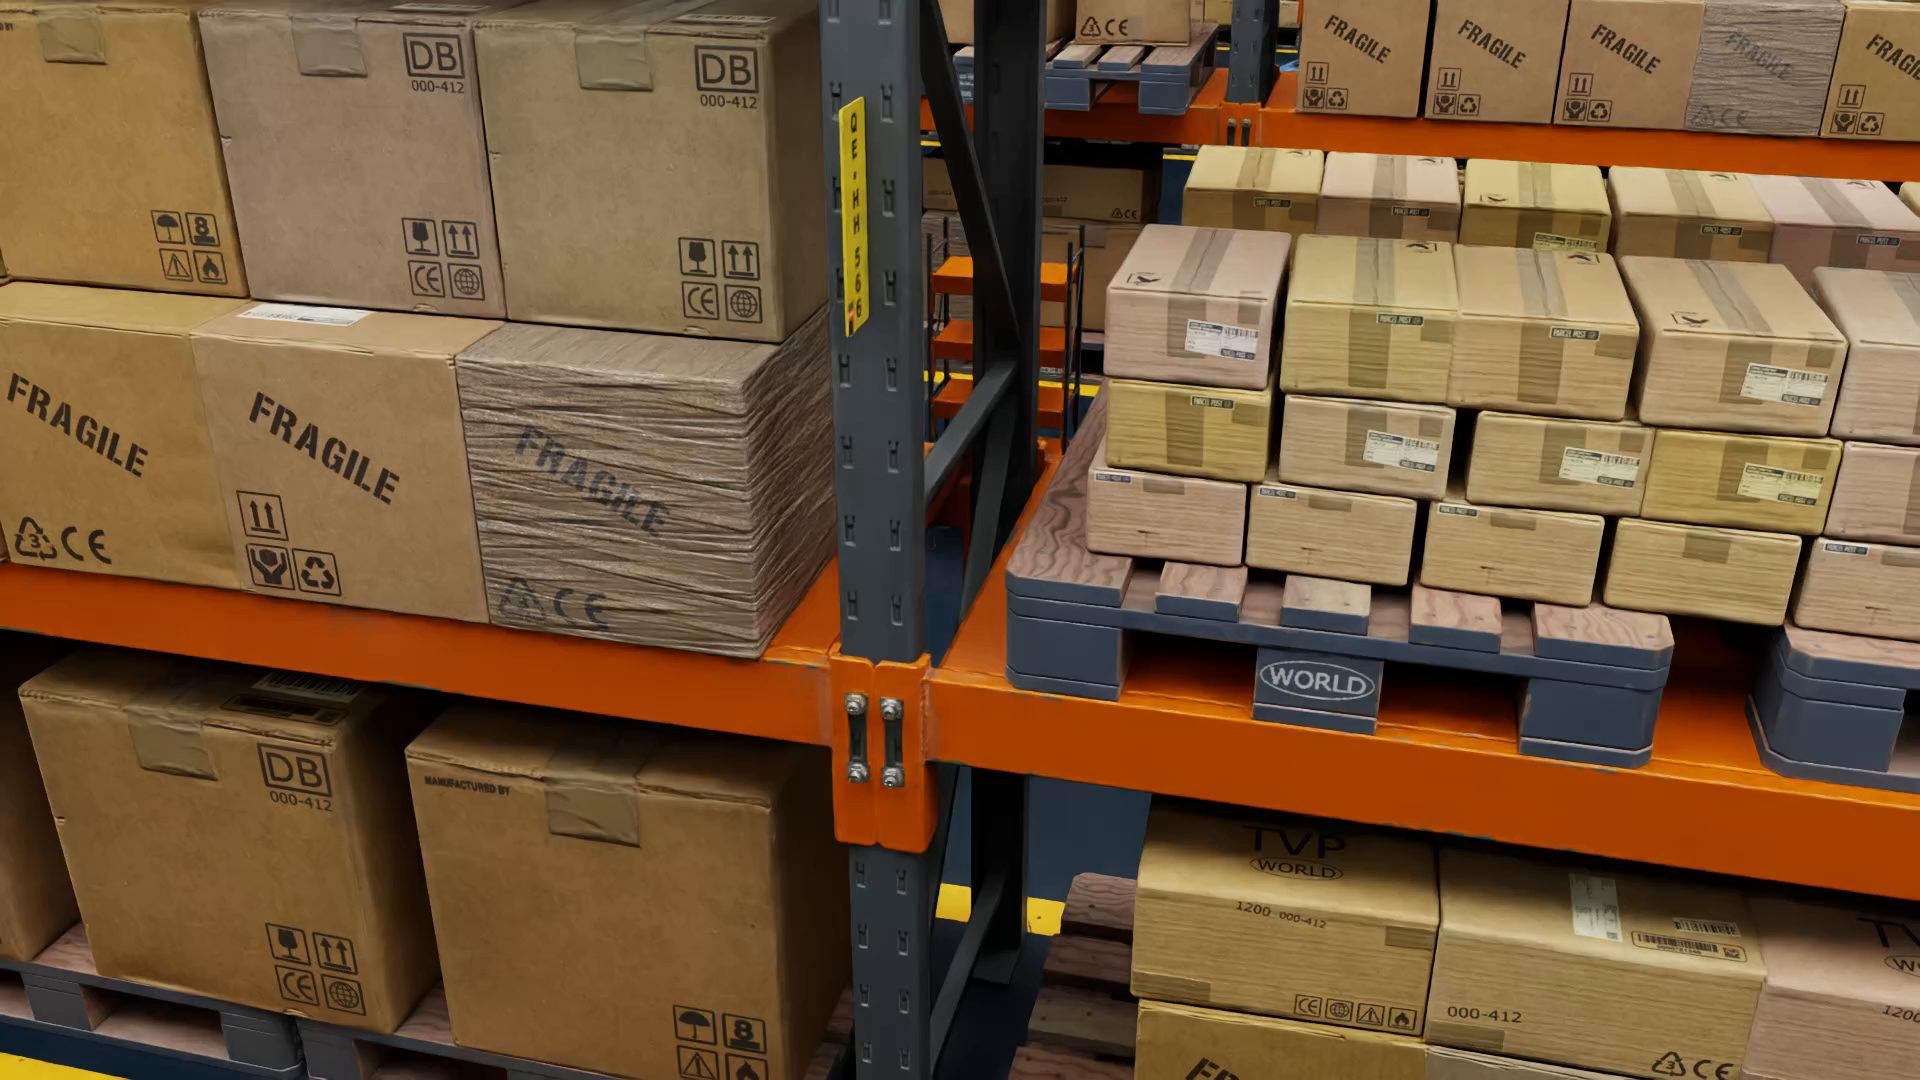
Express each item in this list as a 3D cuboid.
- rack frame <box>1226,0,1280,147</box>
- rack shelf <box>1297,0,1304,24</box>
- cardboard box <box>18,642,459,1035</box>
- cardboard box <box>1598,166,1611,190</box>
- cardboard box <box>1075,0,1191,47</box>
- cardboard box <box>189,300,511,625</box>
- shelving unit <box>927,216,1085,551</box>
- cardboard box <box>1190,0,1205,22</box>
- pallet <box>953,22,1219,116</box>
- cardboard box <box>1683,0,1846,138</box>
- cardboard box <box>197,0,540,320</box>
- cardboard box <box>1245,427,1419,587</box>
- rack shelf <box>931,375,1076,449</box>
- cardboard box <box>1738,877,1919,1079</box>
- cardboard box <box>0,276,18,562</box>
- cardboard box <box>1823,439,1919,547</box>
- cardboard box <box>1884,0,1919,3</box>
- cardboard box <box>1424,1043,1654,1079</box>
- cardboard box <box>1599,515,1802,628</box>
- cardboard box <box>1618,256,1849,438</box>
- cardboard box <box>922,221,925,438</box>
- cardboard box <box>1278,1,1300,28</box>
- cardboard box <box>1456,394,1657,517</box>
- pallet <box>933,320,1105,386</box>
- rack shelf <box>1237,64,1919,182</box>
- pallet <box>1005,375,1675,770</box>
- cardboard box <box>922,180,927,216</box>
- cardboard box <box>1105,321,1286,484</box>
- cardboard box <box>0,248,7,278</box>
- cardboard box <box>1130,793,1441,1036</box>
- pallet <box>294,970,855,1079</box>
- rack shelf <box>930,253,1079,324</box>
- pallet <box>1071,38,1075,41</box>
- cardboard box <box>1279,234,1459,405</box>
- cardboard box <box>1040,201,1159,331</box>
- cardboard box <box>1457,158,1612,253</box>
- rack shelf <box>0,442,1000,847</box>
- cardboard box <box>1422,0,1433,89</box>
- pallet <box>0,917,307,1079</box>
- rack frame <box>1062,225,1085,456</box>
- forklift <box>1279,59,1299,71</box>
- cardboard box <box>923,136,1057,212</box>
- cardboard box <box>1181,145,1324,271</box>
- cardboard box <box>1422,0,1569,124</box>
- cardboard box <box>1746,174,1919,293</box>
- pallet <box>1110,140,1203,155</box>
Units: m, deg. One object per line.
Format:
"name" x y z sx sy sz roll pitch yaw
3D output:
"rack frame" 1.318 -2.223 7.429 0.127 3.000 1.000 6 26 13
"rack shelf" 0.614 -4.174 12.365 4.000 0.370 1.077 6 26 13
"cardboard box" -1.430 0.463 3.917 0.750 0.750 1.050 7 26 14
"cardboard box" 2.842 -1.272 7.415 0.875 0.875 1.225 6 26 13
"cardboard box" 0.785 -2.499 7.404 0.500 0.500 0.500 3 26 7
"cardboard box" -1.001 -0.204 3.073 0.500 0.500 0.500 6 26 13
"shelving unit" 0.160 -0.524 5.955 0.503 1.200 0.258 6 26 13
"cardboard box" 2.232 -5.358 16.725 0.500 0.250 0.500 7 26 14
"pallet" 0.601 -2.168 7.537 1.003 0.211 1.213 6 26 13
"cardboard box" 3.202 -1.940 6.720 0.500 0.500 0.500 6 26 13
"cardboard box" -0.938 -0.771 3.100 0.500 0.500 0.700 6 26 12
"cardboard box" 0.628 -0.084 2.741 0.250 0.149 0.380 8 26 16
"rack shelf" 0.160 -0.463 5.984 0.480 0.148 0.258 6 26 13
"cardboard box" 1.559 0.719 2.797 0.500 0.250 0.500 7 26 13
"cardboard box" -1.983 -0.311 3.297 0.500 0.500 0.500 7 26 14
"cardboard box" 1.411 -0.134 2.501 0.250 0.149 0.380 6 26 13
"cardboard box" 3.909 -2.436 6.593 0.637 0.503 0.797 7 26 14
"cardboard box" 1.094 1.005 3.069 0.500 0.500 0.500 7 26 14
"cardboard box" 1.151 -0.027 2.621 0.250 0.149 0.380 8 26 15
"cardboard box" 1.138 -0.299 2.500 0.250 0.149 0.380 5 26 11
"cardboard box" -0.383 -0.374 3.430 0.500 0.500 0.500 7 26 14
"cardboard box" 3.218 -5.249 16.497 0.500 0.250 0.500 7 26 14
"cardboard box" 0.925 -0.188 2.614 0.250 0.149 0.380 5 26 11
"pallet" 0.561 -1.048 8.205 1.213 0.211 1.003 6 26 13
"rack shelf" 3.255 -1.684 7.134 4.000 0.370 1.077 6 26 13
"pallet" 0.701 -0.050 3.089 1.003 0.211 1.213 6 26 13
"cardboard box" -0.427 -1.468 8.240 0.500 0.500 0.700 9 27 17
"cardboard box" 0.403 -0.244 2.730 0.250 0.149 0.380 7 26 15
"cardboard box" -1.930 -0.880 3.329 0.500 0.500 0.700 6 26 12
"cardboard box" 0.592 0.606 3.034 0.500 0.250 0.500 5 26 11
"pallet" -0.760 0.975 3.957 1.213 0.211 1.003 6 26 13
"rack shelf" 0.160 -0.879 5.786 0.480 0.148 0.258 6 26 13
"pallet" 1.823 -5.323 17.186 1.213 0.211 1.003 6 26 13
"cardboard box" 0.645 -0.356 2.619 0.250 0.149 0.380 6 26 12
"cardboard box" 0.664 -1.356 8.005 0.500 0.500 0.700 5 26 10
"cardboard box" 1.070 -0.596 3.124 0.250 0.149 0.380 7 26 15
"rack shelf" -1.952 -0.058 3.719 4.000 0.370 1.077 6 26 13
"cardboard box" 2.339 -2.262 7.396 0.500 0.500 0.500 6 26 13
"pallet" -1.938 0.843 4.233 1.213 0.211 1.003 6 26 13
"rack frame" 0.397 -0.498 5.900 0.015 1.200 0.240 6 26 13
"forklift" 2.941 -3.440 10.065 1.130 2.935 3.031 14 29 28
"cardboard box" 0.145 -1.743 7.945 0.500 0.250 0.500 9 27 19
"cardboard box" 0.574 -0.652 3.241 0.250 0.149 0.380 5 26 11
"cardboard box" 2.221 -2.048 6.946 0.500 0.500 0.500 6 26 12
"cardboard box" 1.561 -0.541 3.008 0.250 0.149 0.380 6 26 13
"pallet" 1.811 -3.125 12.568 1.213 0.211 1.003 6 26 13
